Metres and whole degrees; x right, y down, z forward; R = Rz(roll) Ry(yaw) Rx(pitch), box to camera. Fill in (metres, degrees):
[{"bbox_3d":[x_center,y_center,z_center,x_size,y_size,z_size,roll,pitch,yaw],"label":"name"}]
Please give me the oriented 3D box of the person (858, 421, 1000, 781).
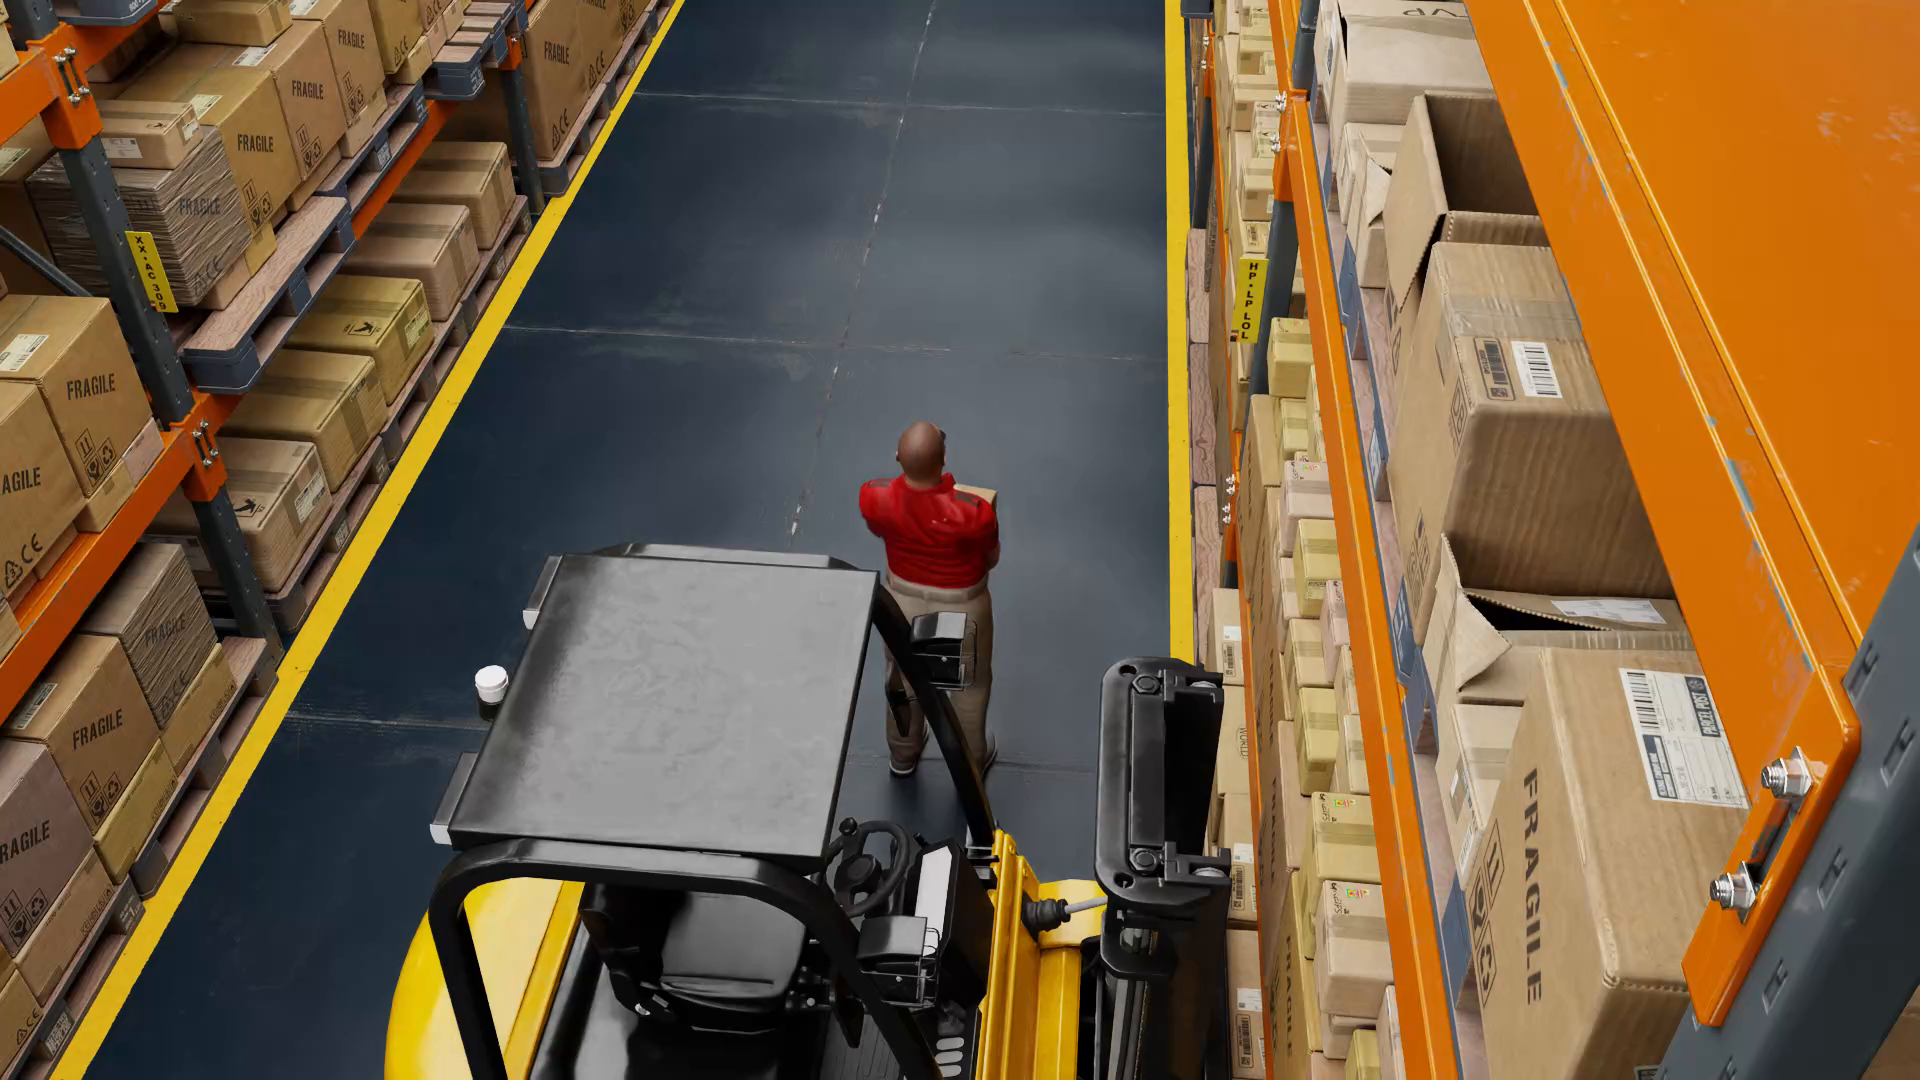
[{"bbox_3d":[-0.080,0.186,6.246,0.496,1.715,0.530,10,41,12],"label":"person"}]
